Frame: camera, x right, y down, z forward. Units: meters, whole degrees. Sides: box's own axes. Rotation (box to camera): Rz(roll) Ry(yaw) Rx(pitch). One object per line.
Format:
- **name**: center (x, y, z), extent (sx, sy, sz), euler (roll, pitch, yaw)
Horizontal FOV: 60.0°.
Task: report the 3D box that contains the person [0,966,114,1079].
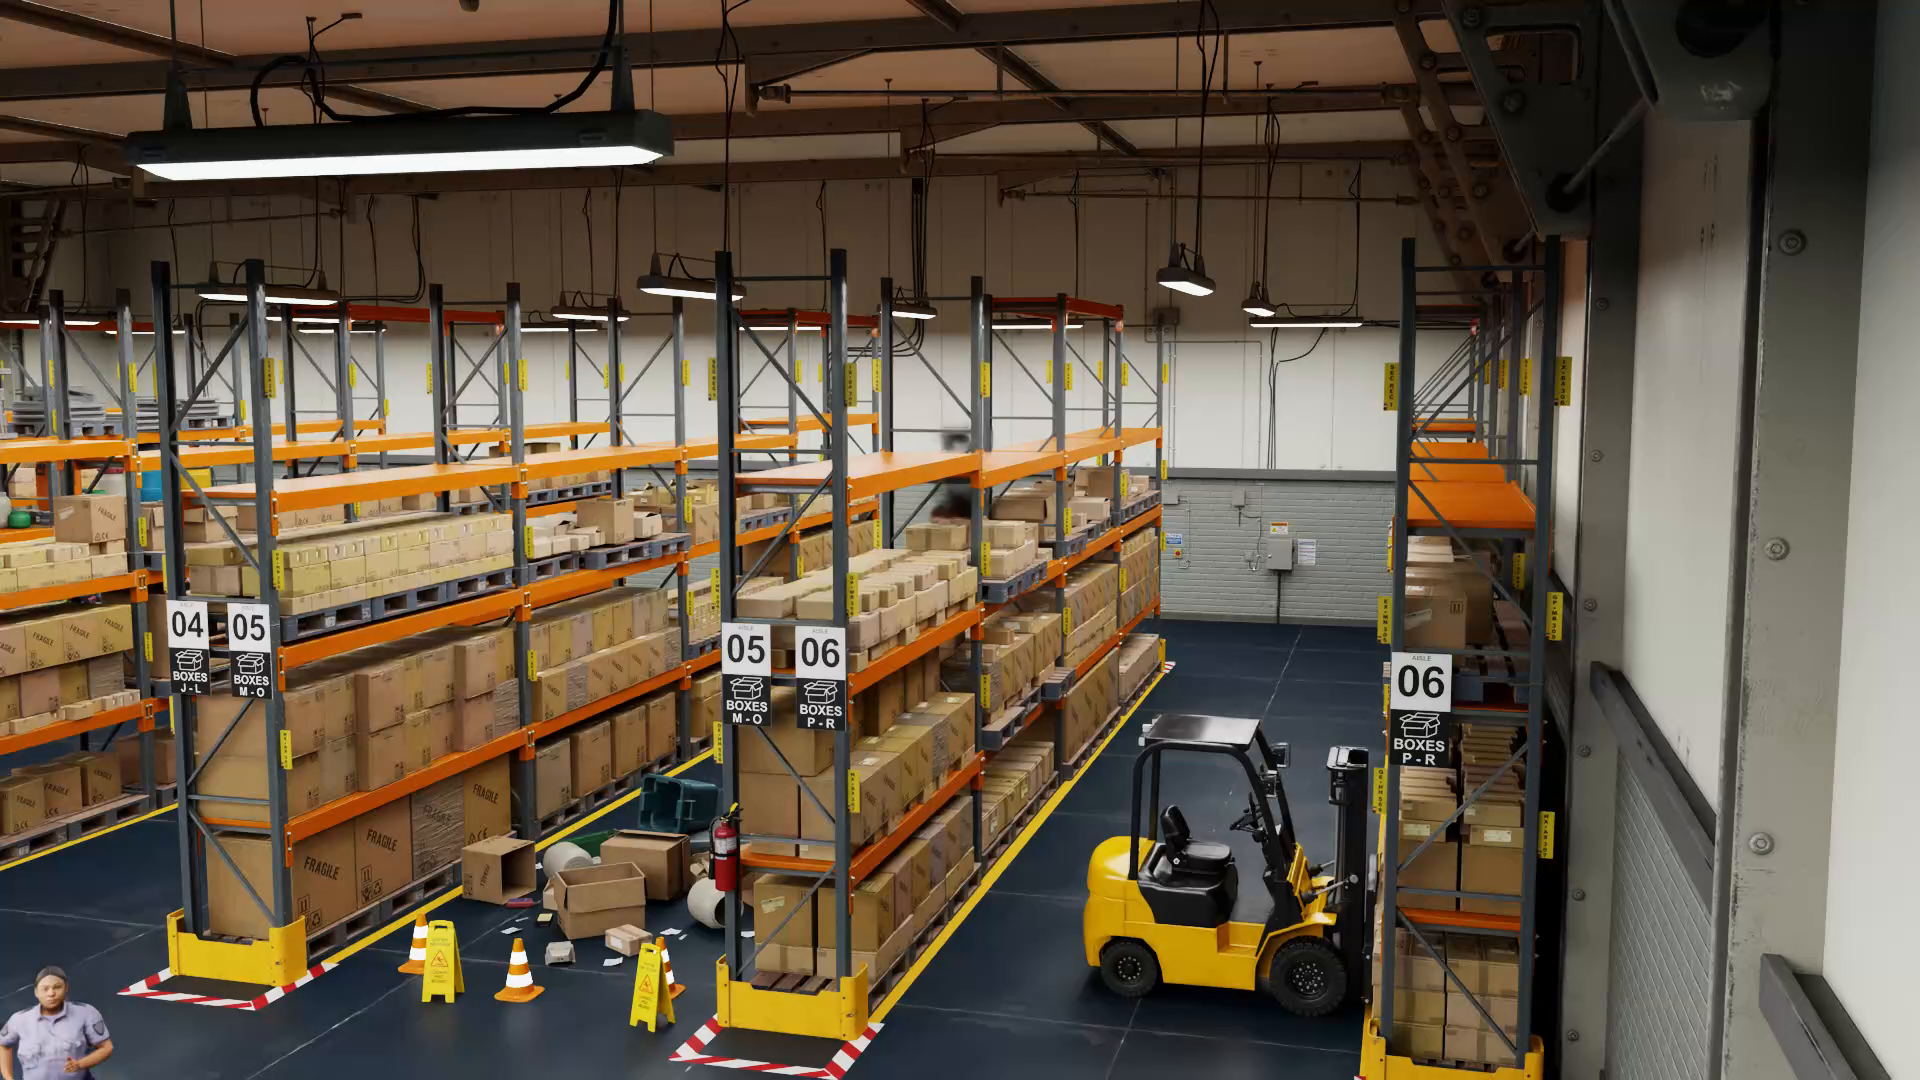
- **person**: center (-5.297, 3.304, 9.764), extent (0.608, 1.632, 0.917), euler (-4, 7, -31)
